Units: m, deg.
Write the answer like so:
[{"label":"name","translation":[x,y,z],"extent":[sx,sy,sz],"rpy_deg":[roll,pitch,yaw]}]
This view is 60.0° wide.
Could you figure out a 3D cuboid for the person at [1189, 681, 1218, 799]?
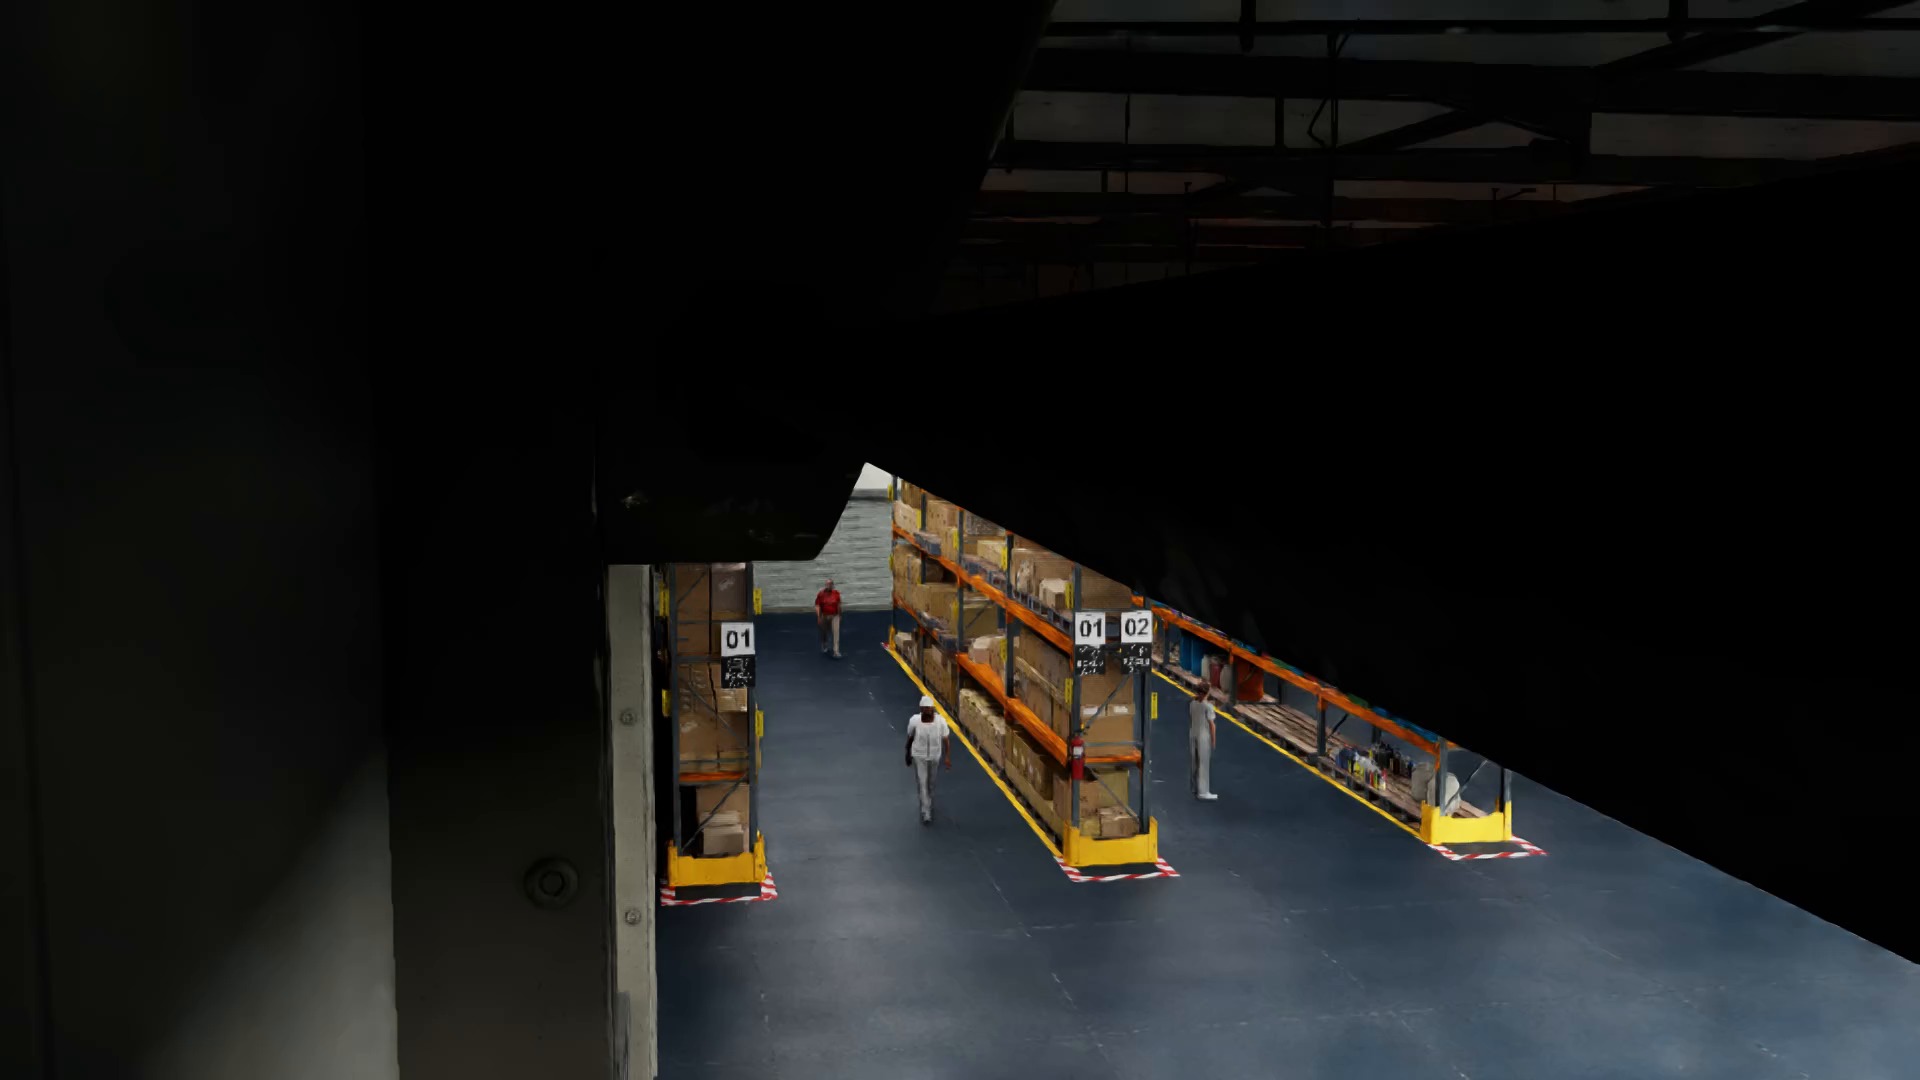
[{"label":"person","translation":[3.542,2.880,24.111],"extent":[0.454,1.676,0.538],"rpy_deg":[-5,8,-38]}]

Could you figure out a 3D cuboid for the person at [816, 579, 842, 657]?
[{"label":"person","translation":[-2.814,1.647,35.626],"extent":[0.542,1.645,1.126],"rpy_deg":[-1,6,-8]}]

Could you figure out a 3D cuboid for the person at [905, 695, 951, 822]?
[{"label":"person","translation":[-0.430,2.991,23.051],"extent":[0.589,1.716,1.043],"rpy_deg":[-1,6,-12]}]
